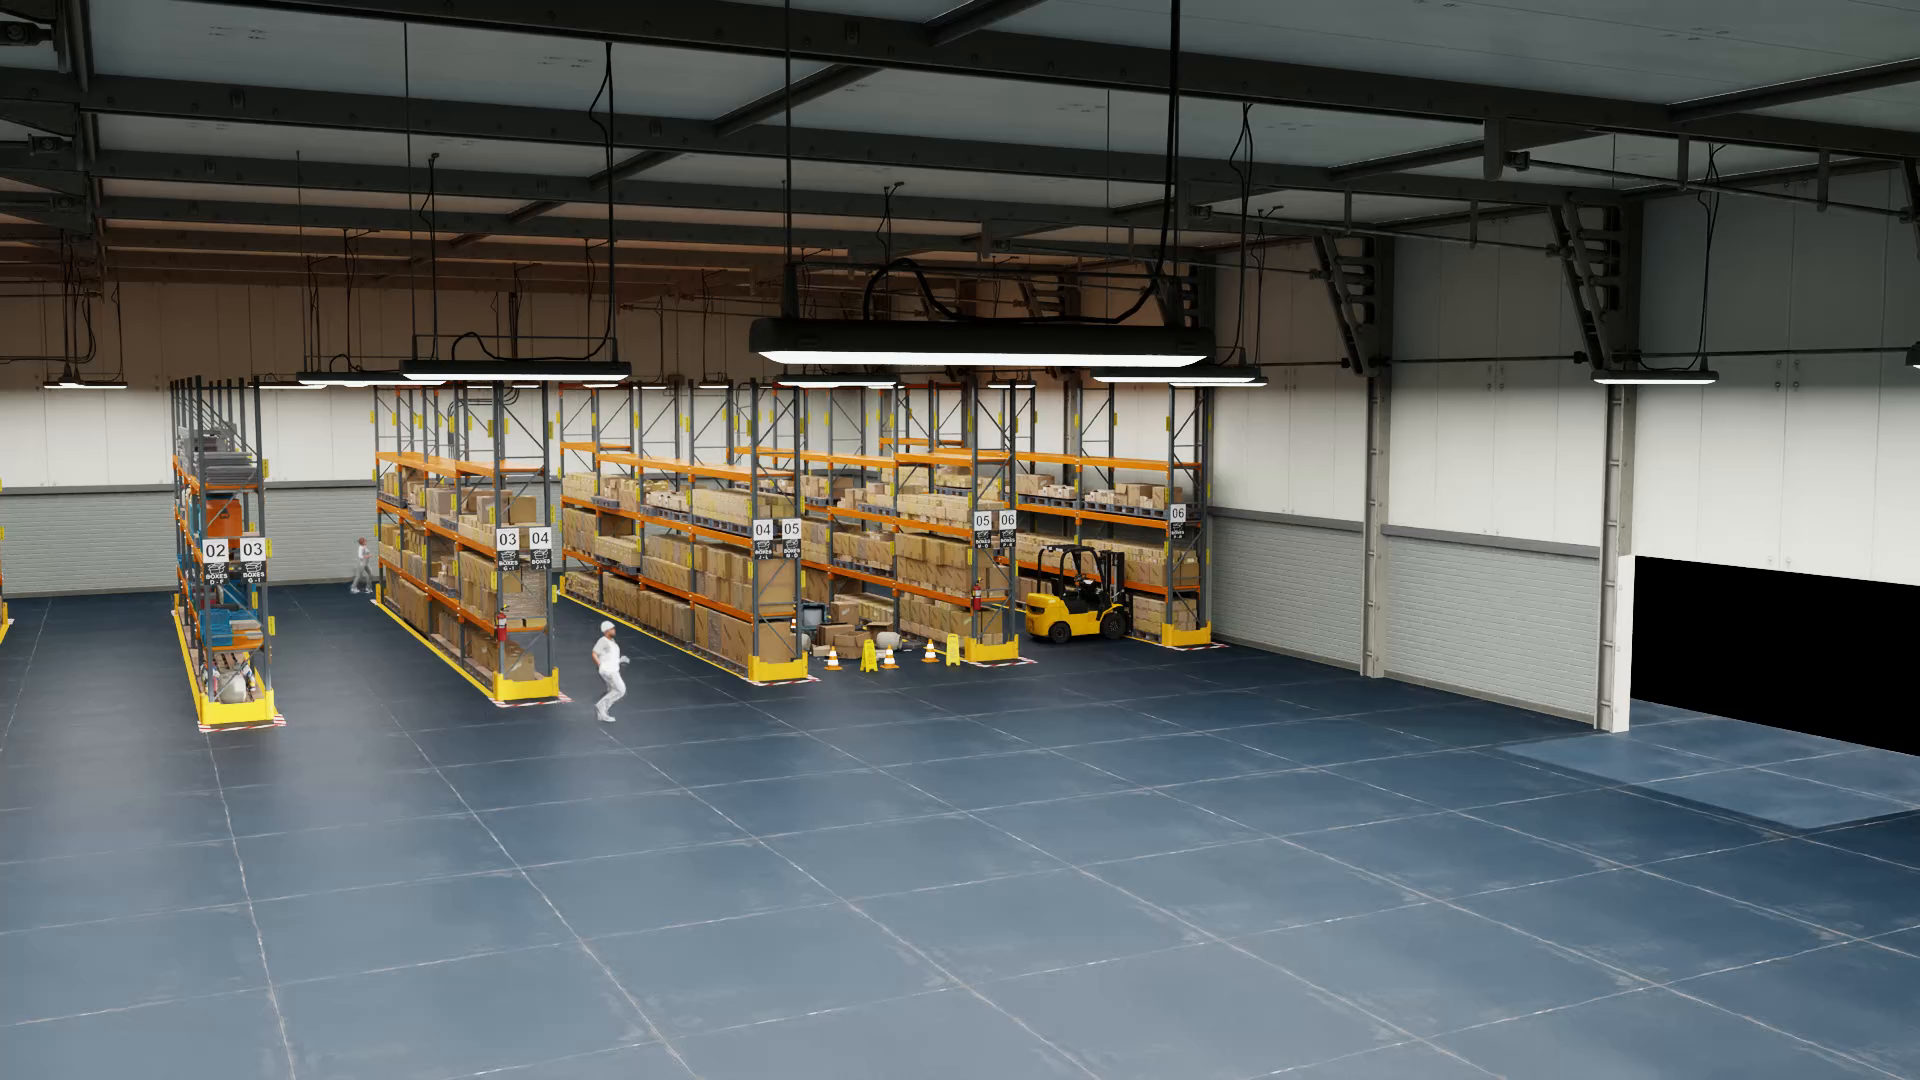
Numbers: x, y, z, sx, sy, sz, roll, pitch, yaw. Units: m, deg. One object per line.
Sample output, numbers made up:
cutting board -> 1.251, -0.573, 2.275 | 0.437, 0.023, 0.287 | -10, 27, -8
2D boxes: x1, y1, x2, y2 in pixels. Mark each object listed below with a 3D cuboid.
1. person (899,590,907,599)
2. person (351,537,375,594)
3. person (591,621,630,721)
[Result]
person -> -1.539, 0.978, 43.483 | 0.650, 1.700, 0.745 | -2, 6, -25
person -> -16.916, 0.750, 47.081 | 0.726, 1.632, 0.517 | 1, 5, 6
person -> -6.045, 2.282, 28.903 | 0.590, 1.744, 0.680 | 0, 5, -1
